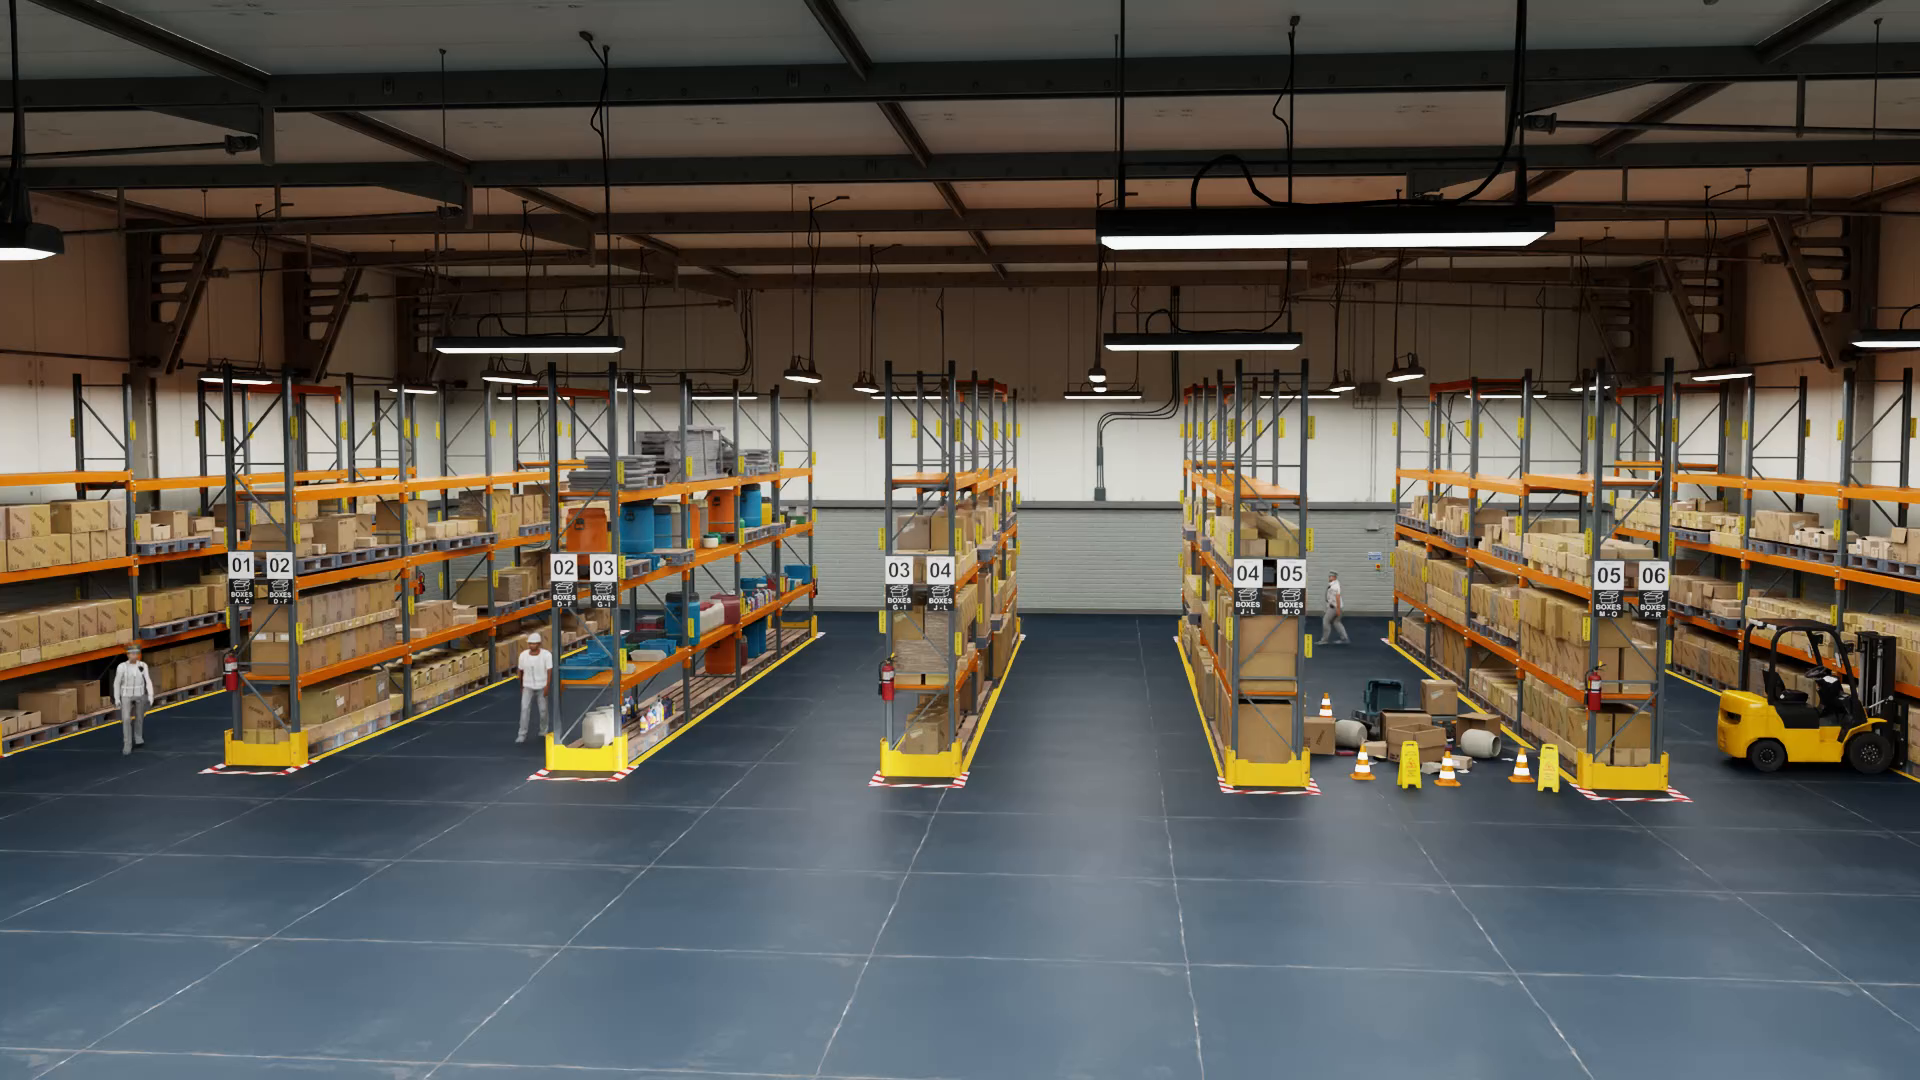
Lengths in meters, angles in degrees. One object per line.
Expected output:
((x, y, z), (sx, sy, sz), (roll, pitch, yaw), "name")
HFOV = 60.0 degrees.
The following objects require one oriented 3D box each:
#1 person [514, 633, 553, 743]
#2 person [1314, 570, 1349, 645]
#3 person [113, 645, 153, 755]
((-6.843, 2.357, 26.749), (0.584, 1.712, 0.990), (0, 4, -5), "person")
((8.718, 1.578, 38.931), (0.787, 1.760, 0.562), (2, 4, 22), "person")
((-12.955, 2.456, 26.064), (0.560, 1.648, 0.976), (-2, 4, -26), "person")
